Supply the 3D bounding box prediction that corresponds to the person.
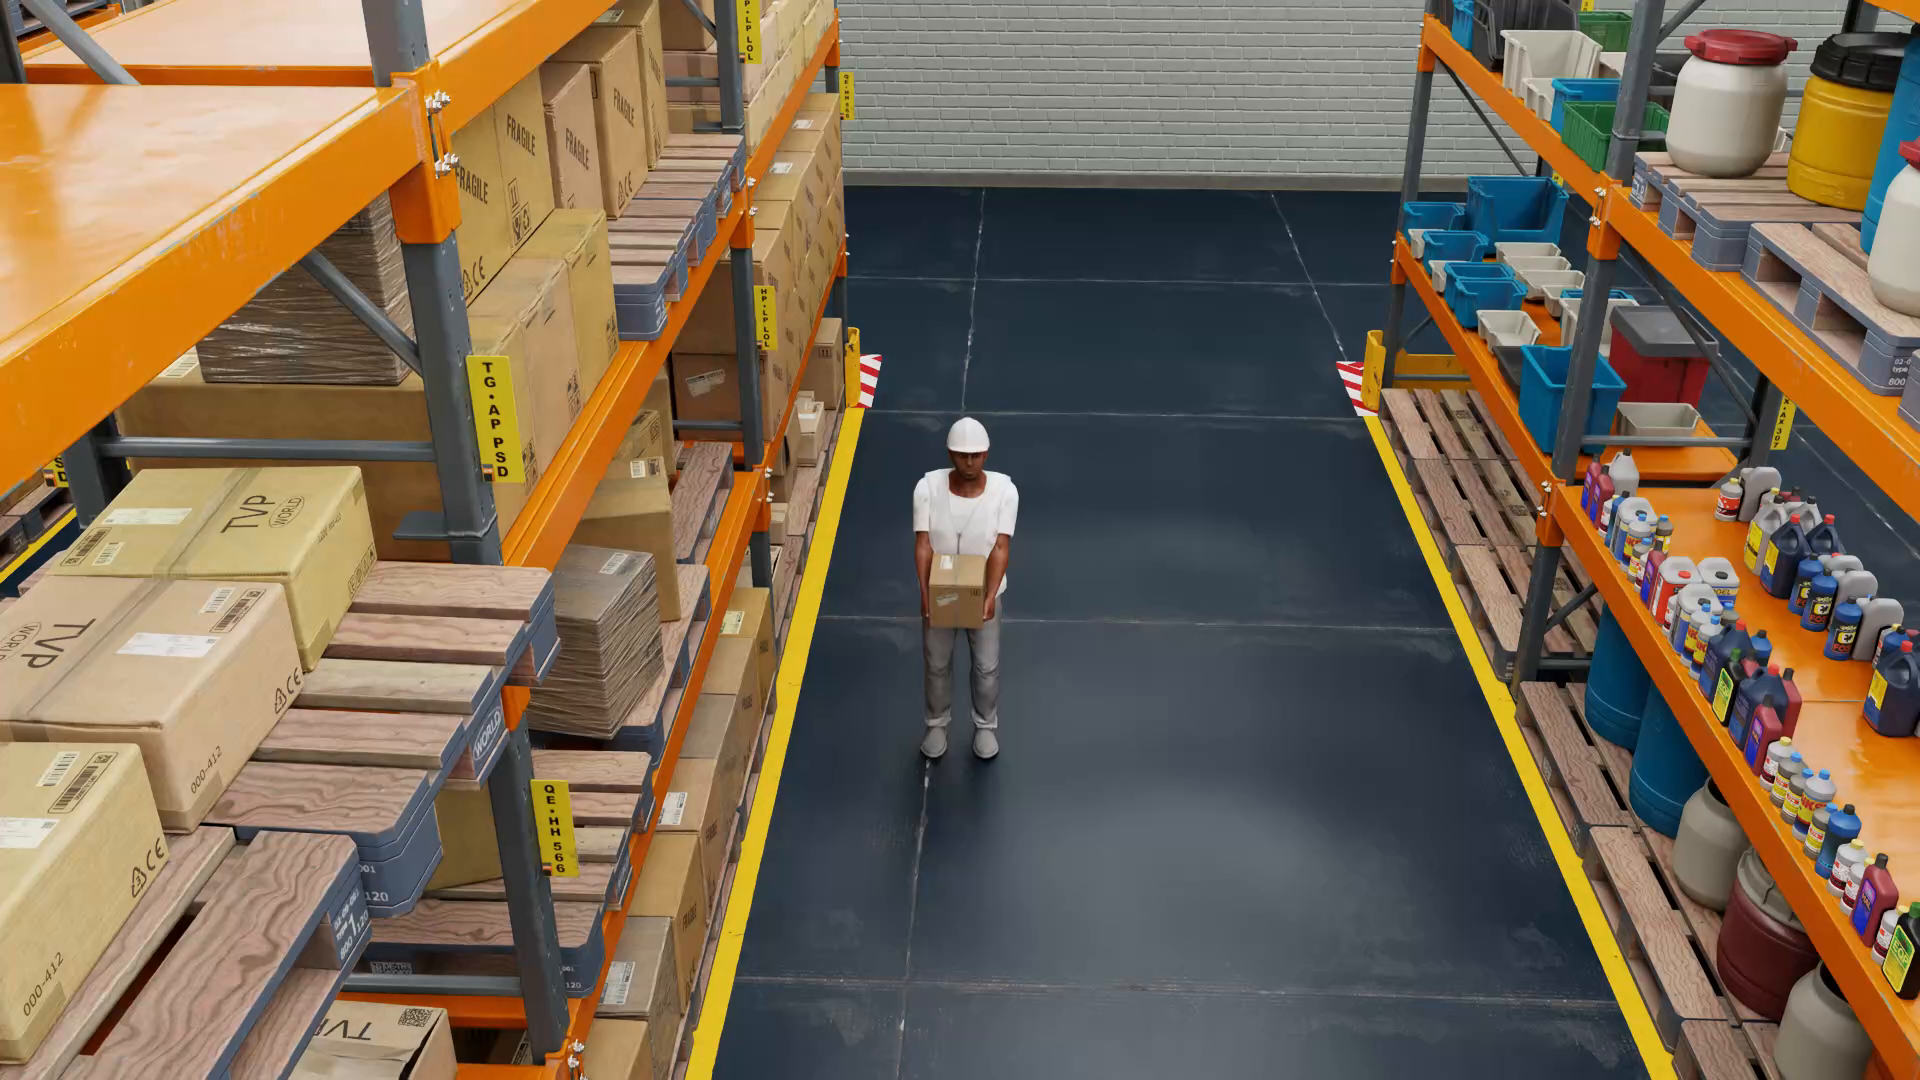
[{"bbox_3d":[0.018,0.292,8.049,0.503,1.760,0.587,2,28,3],"label":"person"}]
